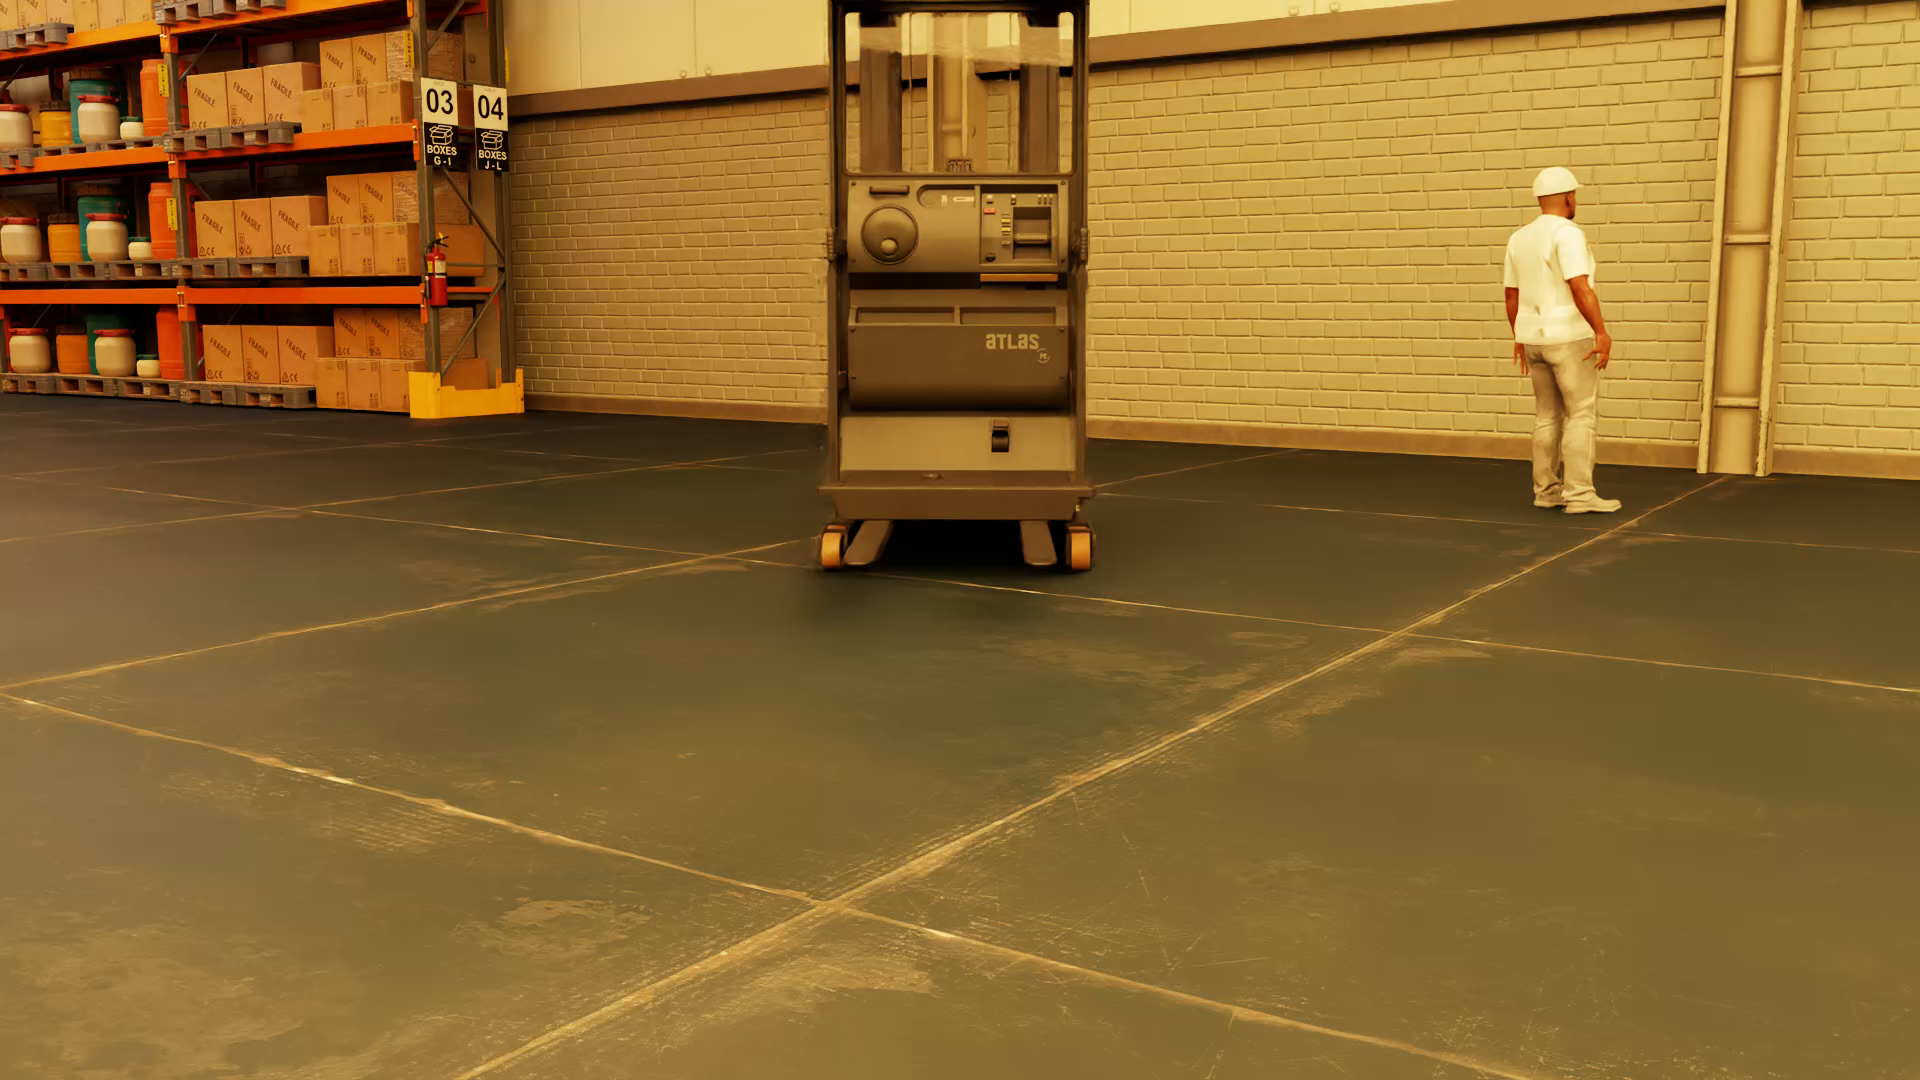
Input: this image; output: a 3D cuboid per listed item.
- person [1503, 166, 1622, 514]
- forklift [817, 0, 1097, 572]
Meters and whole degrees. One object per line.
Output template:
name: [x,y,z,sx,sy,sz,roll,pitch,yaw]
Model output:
person: [3.133,-1.031,8.622,0.492,1.778,0.661,-3,9,-18]
forklift: [-0.009,-1.365,6.793,1.130,2.935,3.031,0,8,1]
